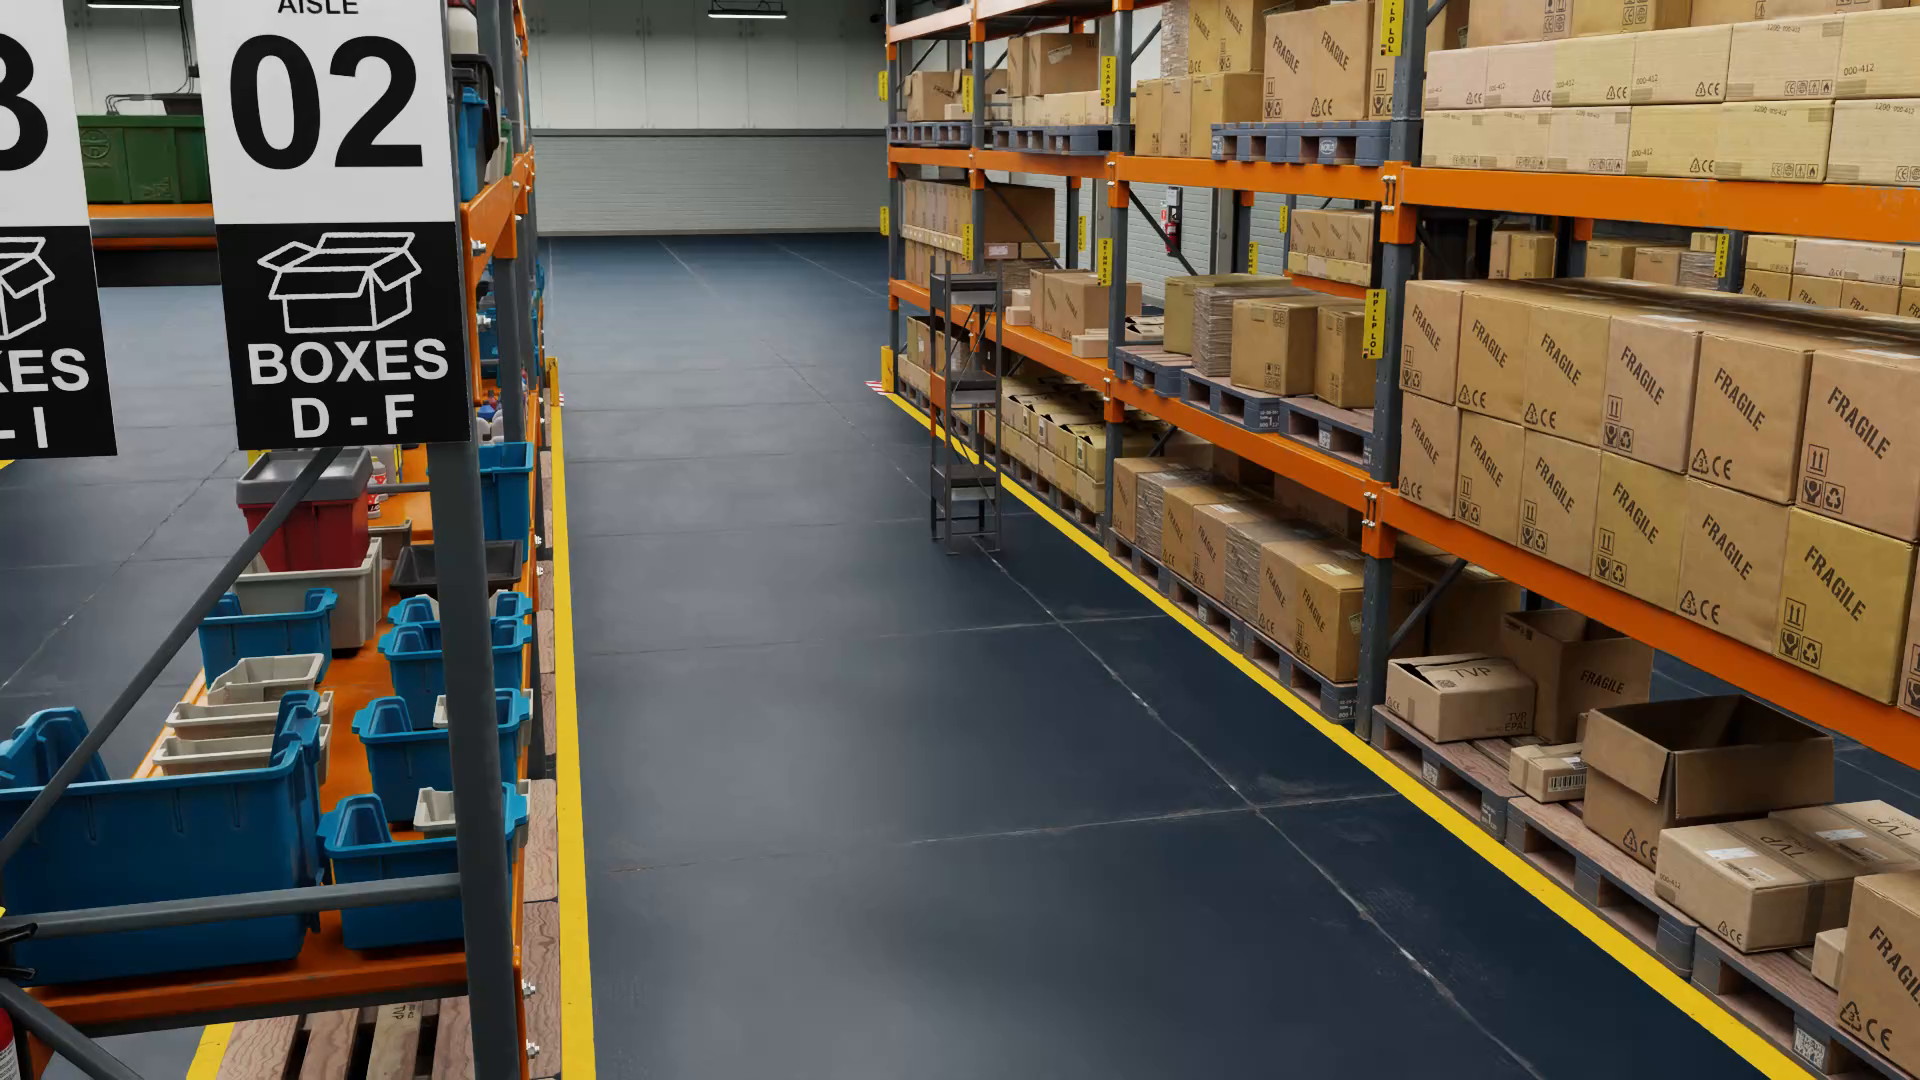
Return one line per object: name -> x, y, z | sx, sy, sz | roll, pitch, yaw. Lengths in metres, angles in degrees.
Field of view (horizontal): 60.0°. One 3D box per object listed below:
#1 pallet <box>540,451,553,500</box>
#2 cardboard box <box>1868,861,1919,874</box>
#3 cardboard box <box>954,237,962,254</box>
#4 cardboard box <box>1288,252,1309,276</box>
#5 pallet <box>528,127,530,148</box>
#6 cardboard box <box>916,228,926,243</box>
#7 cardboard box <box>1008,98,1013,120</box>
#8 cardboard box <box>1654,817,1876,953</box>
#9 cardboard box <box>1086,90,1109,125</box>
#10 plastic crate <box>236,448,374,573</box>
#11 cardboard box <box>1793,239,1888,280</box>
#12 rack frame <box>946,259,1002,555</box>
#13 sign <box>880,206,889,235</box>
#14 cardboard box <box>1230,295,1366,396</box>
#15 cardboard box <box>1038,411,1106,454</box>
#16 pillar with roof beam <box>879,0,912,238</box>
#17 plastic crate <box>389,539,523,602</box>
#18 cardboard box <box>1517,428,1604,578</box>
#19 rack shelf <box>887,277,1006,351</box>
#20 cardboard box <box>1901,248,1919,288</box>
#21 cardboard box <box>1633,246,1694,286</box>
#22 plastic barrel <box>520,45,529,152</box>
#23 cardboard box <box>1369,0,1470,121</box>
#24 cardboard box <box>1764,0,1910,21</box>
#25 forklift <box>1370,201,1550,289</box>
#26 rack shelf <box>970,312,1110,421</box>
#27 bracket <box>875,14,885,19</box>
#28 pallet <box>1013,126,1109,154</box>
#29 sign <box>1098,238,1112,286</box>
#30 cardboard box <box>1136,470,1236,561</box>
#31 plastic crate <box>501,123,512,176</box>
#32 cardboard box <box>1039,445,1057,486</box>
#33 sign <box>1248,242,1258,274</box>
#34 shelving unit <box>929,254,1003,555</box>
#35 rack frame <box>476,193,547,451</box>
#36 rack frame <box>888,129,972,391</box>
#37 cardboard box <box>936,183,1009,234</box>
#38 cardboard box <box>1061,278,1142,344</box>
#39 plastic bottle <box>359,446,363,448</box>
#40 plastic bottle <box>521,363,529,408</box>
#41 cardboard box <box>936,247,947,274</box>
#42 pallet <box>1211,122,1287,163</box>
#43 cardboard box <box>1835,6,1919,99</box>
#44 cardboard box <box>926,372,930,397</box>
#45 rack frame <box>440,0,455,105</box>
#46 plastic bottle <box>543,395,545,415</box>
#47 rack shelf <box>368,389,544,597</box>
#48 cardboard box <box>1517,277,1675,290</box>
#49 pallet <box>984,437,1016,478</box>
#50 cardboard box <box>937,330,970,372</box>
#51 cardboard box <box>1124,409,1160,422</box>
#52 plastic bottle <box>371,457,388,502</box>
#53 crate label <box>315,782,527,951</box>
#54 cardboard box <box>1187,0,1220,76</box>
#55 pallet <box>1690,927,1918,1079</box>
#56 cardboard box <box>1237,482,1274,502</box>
pallet -> -3.982, -0.523, 14.122 | 1.003, 0.211, 1.213 | -3, 14, -13
cardboard box -> 3.460, 1.302, 5.644 | 0.500, 0.250, 0.500 | -3, 14, -13
cardboard box -> 0.156, -2.924, 16.498 | 0.380, 0.149, 0.250 | -3, 14, -13
cardboard box -> 4.292, -3.338, 20.044 | 0.500, 0.250, 0.500 | -4, 14, -15
pallet -> -4.469, -3.583, 14.850 | 1.213, 0.211, 1.003 | -3, 14, -13
cardboard box -> -0.266, -3.339, 18.196 | 0.380, 0.149, 0.250 | -4, 14, -14
cardboard box -> 0.749, -4.240, 15.752 | 0.500, 0.500, 0.500 | -2, 14, -9
cardboard box -> 2.868, 1.226, 5.955 | 0.500, 0.250, 0.500 | -3, 14, -13
cardboard box -> 1.249, -3.219, 12.392 | 0.500, 0.250, 0.500 | -3, 14, -12
plastic crate -> -2.360, -0.051, 6.055 | 0.402, 0.464, 0.583 | -3, 14, -13
cardboard box -> 6.348, -2.010, 11.874 | 0.500, 0.250, 0.500 | -3, 14, -14
rack frame -> 0.096, -0.926, 11.791 | 0.400, 2.100, 0.015 | -3, 14, -13
sign -> -0.869, -3.684, 19.195 | 0.100, 0.325, 0.005 | -3, 14, -13
cardboard box -> 2.015, -1.143, 9.689 | 0.700, 0.500, 0.500 | -7, 16, -27
cardboard box -> 0.944, -0.893, 13.489 | 0.500, 0.311, 0.500 | -3, 14, -14
pillar with roof beam -> -5.739, -13.013, 46.731 | 9.100, 9.000, 0.548 | -3, 14, -13
plastic crate -> -1.802, 0.137, 6.000 | 0.437, 0.125, 0.590 | -3, 14, -13
cardboard box -> 2.584, -0.168, 6.586 | 0.500, 0.500, 0.500 | -3, 14, -13
rack shelf -> 0.141, -2.444, 17.625 | 1.077, 0.370, 4.000 | -3, 14, -13
cardboard box -> 6.595, -1.777, 10.922 | 0.500, 0.250, 0.500 | -4, 14, -14
cardboard box -> 6.087, -2.183, 13.906 | 0.700, 0.500, 0.500 | -5, 14, -18
plastic barrel -> -3.874, -3.652, 13.678 | 0.600, 0.901, 0.708 | -3, 14, -13
cardboard box -> 2.443, -2.365, 8.160 | 0.600, 0.600, 0.600 | -5, 14, -19
cardboard box -> 3.036, -1.902, 5.254 | 0.700, 0.500, 0.500 | -3, 14, -13
forklift -> 4.116, -1.741, 13.377 | 1.130, 2.935, 3.031 | -12, 18, -40
rack shelf -> 1.081, -1.521, 13.848 | 1.077, 0.370, 4.000 | -3, 14, -13
bracket -> -2.415, -15.488, 49.277 | 0.076, 0.066, 3.189 | -3, 14, -13
pallet -> 1.039, -3.184, 13.216 | 1.003, 0.211, 1.213 | -3, 14, -11
sign -> 1.012, -1.940, 11.607 | 0.100, 0.325, 0.005 | -3, 14, -13
cardboard box -> 1.508, -0.167, 11.130 | 0.500, 0.500, 0.500 | -4, 14, -15
plastic crate -> -1.932, -1.484, 6.308 | 0.450, 0.188, 0.662 | -3, 14, -13
cardboard box -> 0.950, -0.620, 13.553 | 0.500, 0.250, 0.500 | -3, 14, -12
sign -> 2.076, -1.965, 11.878 | 0.100, 0.325, 0.005 | -3, 14, -13
shelving unit -> 0.039, -0.982, 12.022 | 0.431, 2.100, 0.503 | -3, 14, -13
rack frame -> -4.204, -2.056, 14.524 | 1.000, 3.000, 0.127 | -3, 14, -13
rack frame -> -0.328, -3.254, 19.428 | 1.000, 3.000, 0.127 | -3, 14, -13
cardboard box -> 0.147, -3.460, 17.324 | 0.700, 0.500, 0.500 | -3, 14, -13
cardboard box -> 1.141, -1.844, 13.443 | 0.500, 0.500, 0.500 | -4, 14, -16
plastic bottle -> -2.860, -0.381, 7.769 | 0.144, 0.351, 0.185 | -3, 14, -13
plastic bottle -> -2.701, -0.954, 10.259 | 0.061, 0.283, 0.133 | -3, 14, -13
cardboard box -> 0.135, -2.838, 17.511 | 0.700, 0.500, 0.500 | -3, 14, -11
pallet -> 2.159, -2.245, 9.373 | 1.213, 0.211, 1.003 | -3, 14, -13
cardboard box -> 2.943, -1.410, 4.821 | 0.500, 0.250, 0.500 | -3, 14, -13
cardboard box -> -0.068, -1.641, 17.730 | 0.500, 0.250, 0.500 | -3, 14, -13
rack frame -> -1.386, -2.202, 2.481 | 1.000, 3.000, 0.127 | -3, 14, -13
plastic bottle -> -4.179, -1.377, 16.399 | 0.144, 0.351, 0.185 | -3, 14, -11
rack shelf -> -2.795, -0.323, 8.944 | 1.077, 0.370, 4.000 | -3, 14, -13
cardboard box -> 2.860, -0.918, 7.548 | 0.500, 0.500, 0.500 | -3, 14, -13
pallet -> 0.822, -0.809, 15.295 | 1.003, 0.211, 1.213 | -3, 14, -13
cardboard box -> 0.063, -1.890, 17.172 | 0.500, 0.500, 0.500 | -3, 14, -13
cardboard box -> 1.464, -0.925, 13.621 | 0.500, 0.311, 0.500 | -4, 14, -15
plastic bottle -> -2.701, -0.283, 7.683 | 0.097, 0.201, 0.097 | 0, 14, 0
crate label -> -1.124, 0.689, 3.514 | 0.416, 0.233, 0.303 | -3, 14, -13
cardboard box -> 1.767, -3.182, 10.492 | 0.500, 0.500, 0.500 | -3, 14, -13
pallet -> 3.223, 1.590, 5.475 | 1.003, 0.211, 1.213 | -3, 14, -13
cardboard box -> 2.120, -0.086, 10.800 | 0.500, 0.500, 0.500 | -4, 14, -15
